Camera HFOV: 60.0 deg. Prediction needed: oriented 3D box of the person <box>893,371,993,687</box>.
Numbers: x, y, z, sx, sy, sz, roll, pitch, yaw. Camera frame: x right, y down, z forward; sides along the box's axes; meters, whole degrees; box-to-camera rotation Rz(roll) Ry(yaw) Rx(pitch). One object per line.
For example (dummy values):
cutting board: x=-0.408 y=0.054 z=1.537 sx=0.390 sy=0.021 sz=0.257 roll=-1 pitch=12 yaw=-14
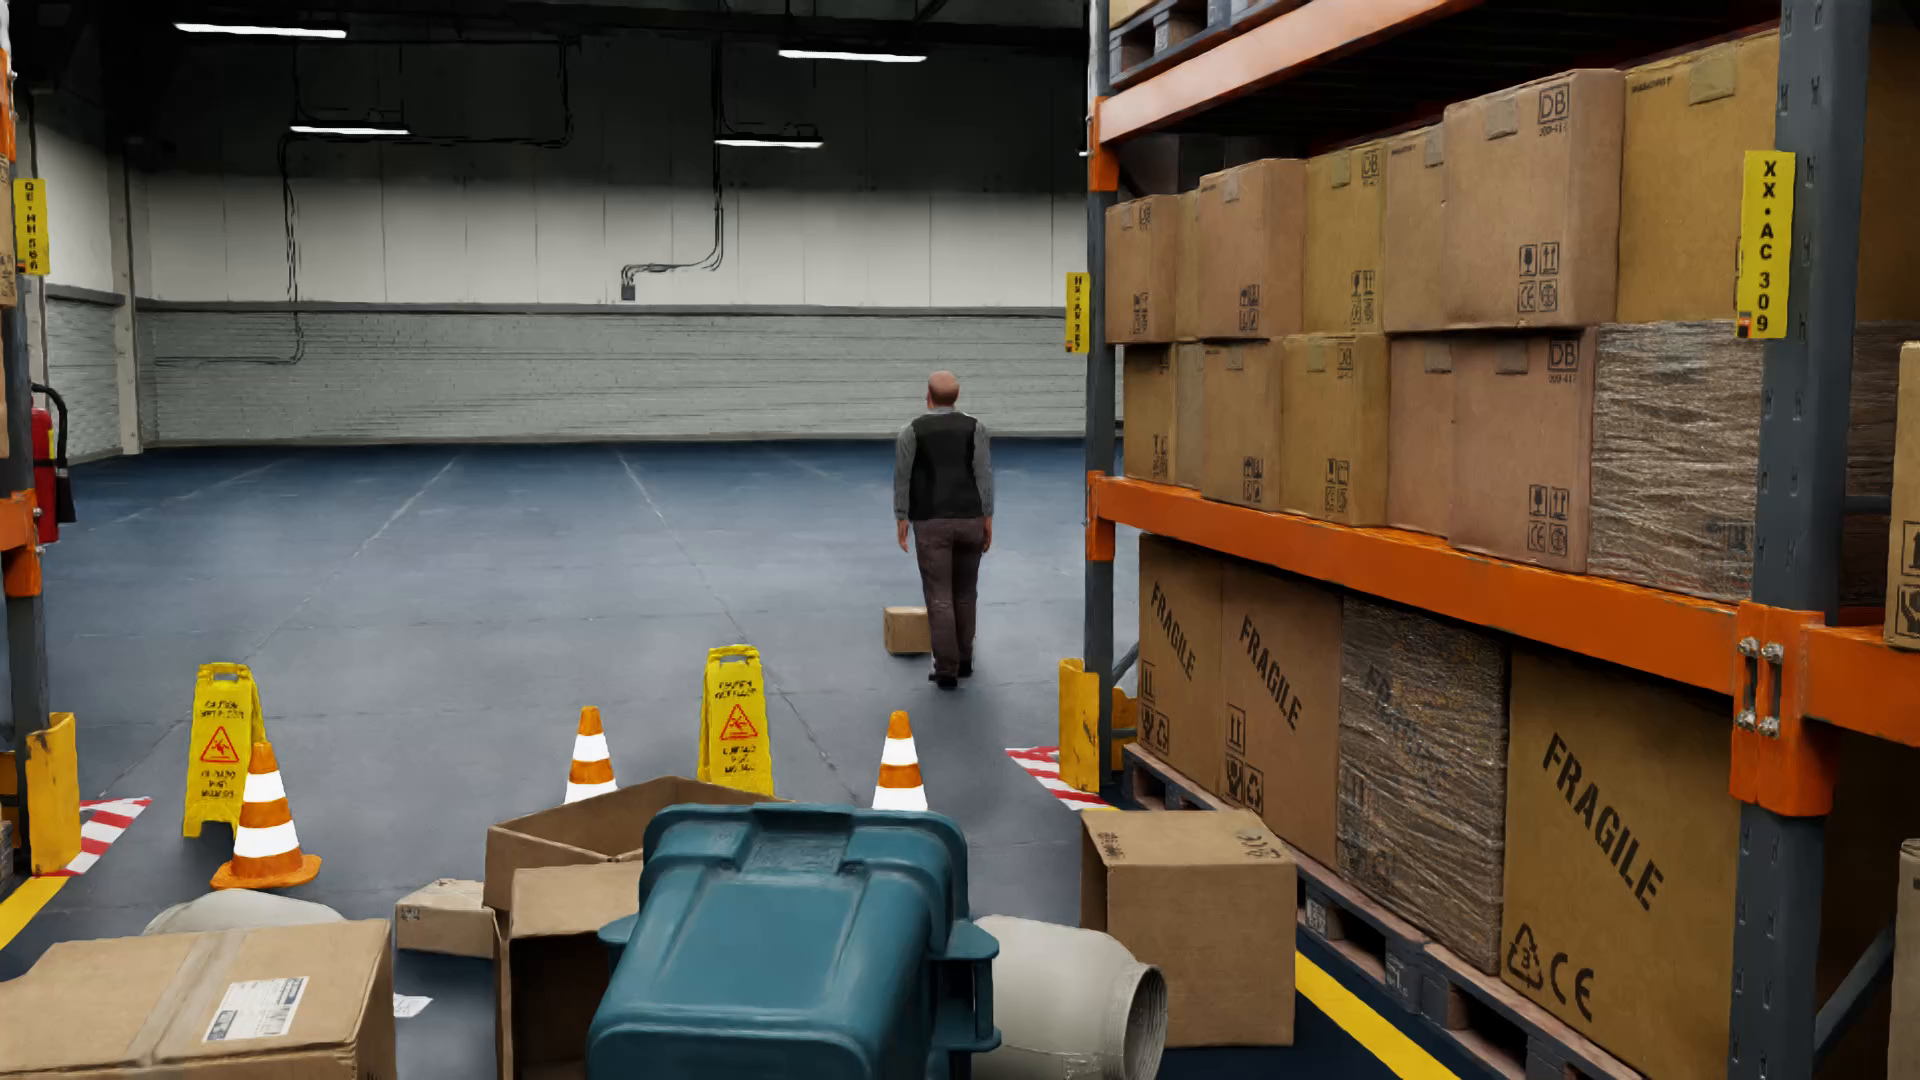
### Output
person: x=-0.119 y=-0.085 z=9.259 sx=0.538 sy=1.706 sz=0.723 roll=-2 pitch=6 yaw=-16
